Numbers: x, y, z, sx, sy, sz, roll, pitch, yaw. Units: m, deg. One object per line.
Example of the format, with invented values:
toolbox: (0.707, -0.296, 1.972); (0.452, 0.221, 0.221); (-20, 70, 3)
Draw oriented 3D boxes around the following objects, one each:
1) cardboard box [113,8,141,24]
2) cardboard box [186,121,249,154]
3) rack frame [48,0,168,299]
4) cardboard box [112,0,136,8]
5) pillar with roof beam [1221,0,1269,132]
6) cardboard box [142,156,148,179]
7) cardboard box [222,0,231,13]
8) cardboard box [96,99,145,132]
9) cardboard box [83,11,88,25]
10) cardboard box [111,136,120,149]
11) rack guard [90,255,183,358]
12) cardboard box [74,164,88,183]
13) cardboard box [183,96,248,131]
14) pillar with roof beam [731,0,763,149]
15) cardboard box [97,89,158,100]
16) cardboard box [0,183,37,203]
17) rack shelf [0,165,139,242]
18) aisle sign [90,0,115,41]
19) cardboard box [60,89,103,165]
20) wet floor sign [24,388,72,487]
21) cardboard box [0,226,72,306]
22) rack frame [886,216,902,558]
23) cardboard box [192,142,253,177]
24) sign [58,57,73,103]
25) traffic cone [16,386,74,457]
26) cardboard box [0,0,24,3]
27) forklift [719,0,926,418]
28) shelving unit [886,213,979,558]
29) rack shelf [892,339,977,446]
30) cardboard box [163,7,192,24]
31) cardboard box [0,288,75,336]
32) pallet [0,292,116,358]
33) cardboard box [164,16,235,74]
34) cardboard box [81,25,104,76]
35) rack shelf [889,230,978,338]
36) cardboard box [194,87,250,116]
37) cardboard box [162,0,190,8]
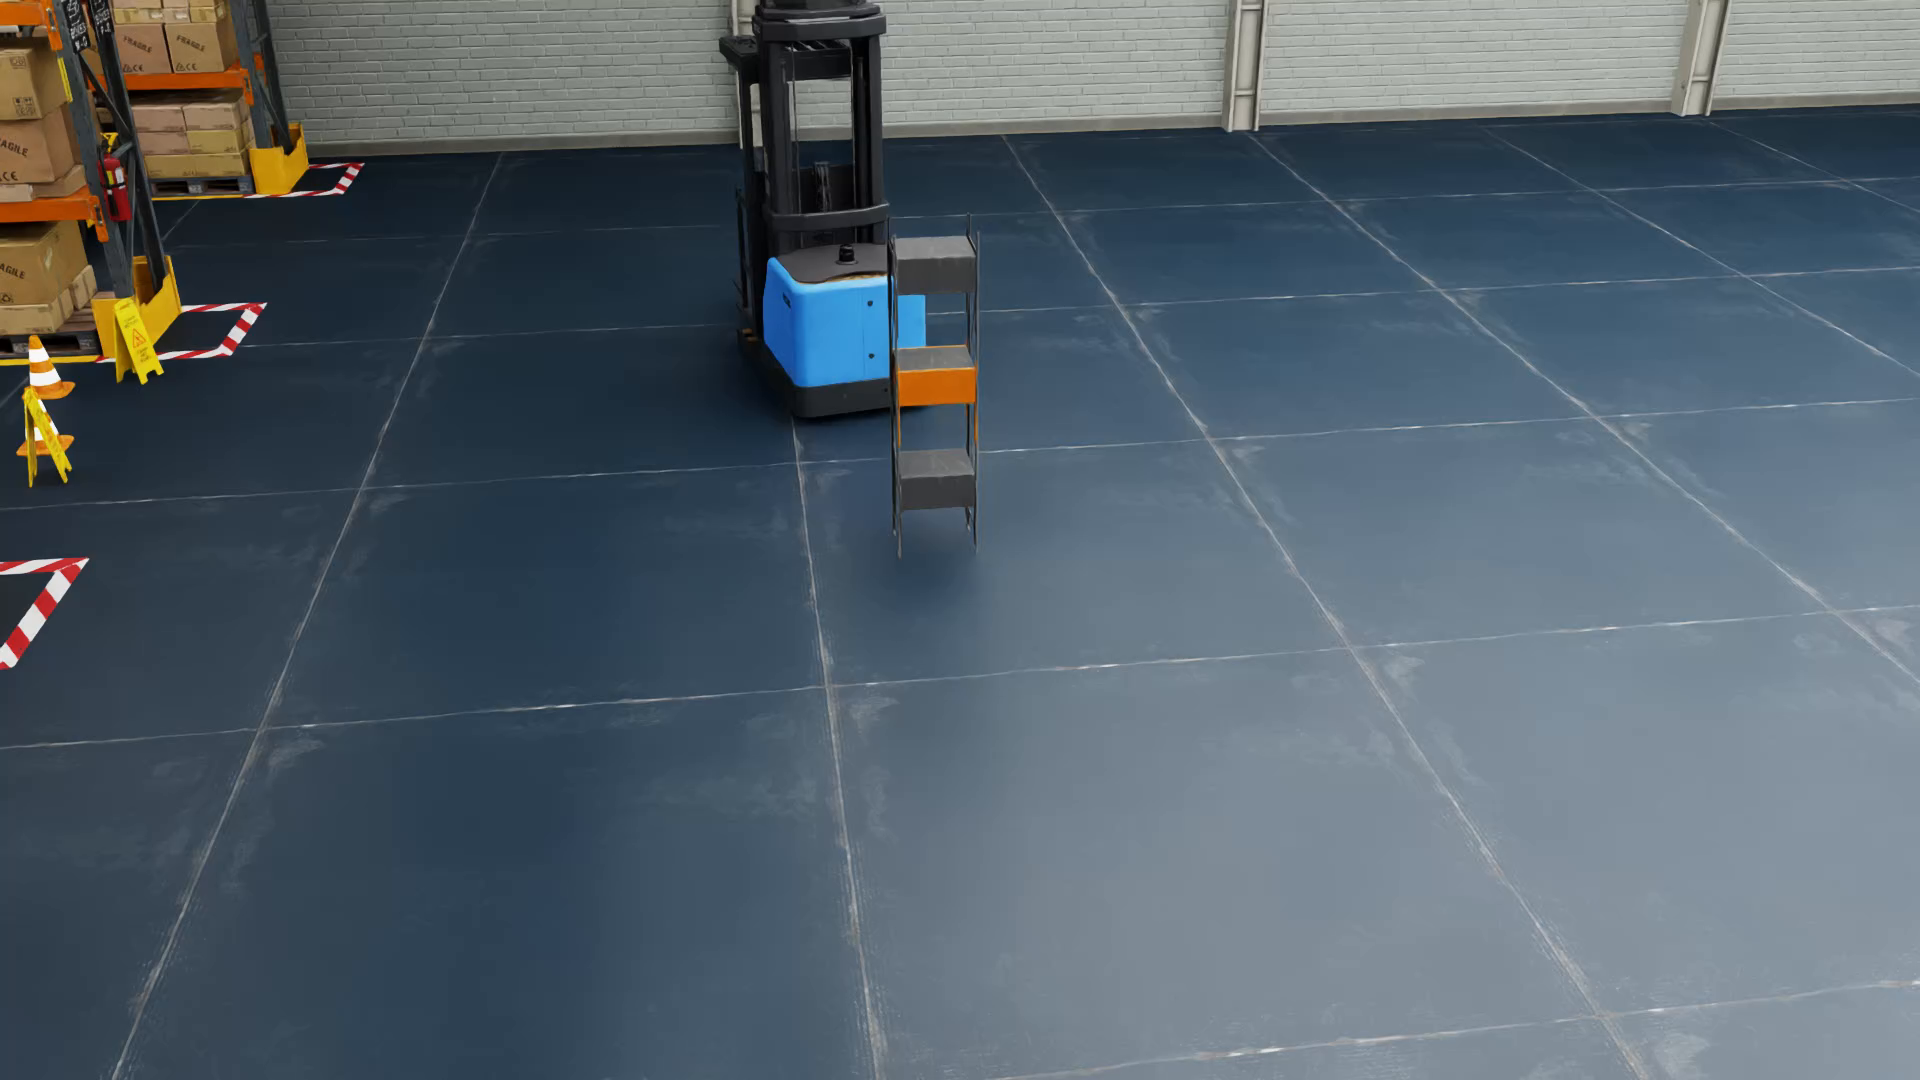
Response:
cardboard box: (-8.643, -5.502, 17.368); (0.250, 0.149, 0.380); (-4, 27, -7)
cardboard box: (-8.015, -4.361, 17.967); (0.500, 0.250, 0.500); (-4, 27, -8)
rack frame: (-6.882, -3.103, 13.512); (0.127, 3.000, 1.000); (-4, 27, -7)
cardboard box: (-8.654, -5.654, 17.337); (0.250, 0.149, 0.380); (-4, 27, -7)
pillar with roof beam: (4.091, -7.196, 14.918); (0.400, 9.000, 9.100); (-4, 27, -7)
cardboard box: (-8.989, -4.083, 17.973); (0.500, 0.250, 0.500); (-3, 27, -7)
cardboard box: (-7.949, -5.776, 17.901); (0.250, 0.149, 0.380); (-4, 27, -8)
cardboard box: (-8.993, -4.513, 17.717); (0.500, 0.250, 0.500); (-3, 27, -6)
cardboard box: (-9.148, -5.439, 17.244); (0.250, 0.149, 0.380); (-3, 27, -7)
cardboard box: (-9.022, -4.291, 17.832); (0.500, 0.250, 0.500); (-4, 27, -8)
rack guard: (-6.957, -1.986, 14.074); (0.348, 0.500, 1.175); (-4, 27, -7)
cardboard box: (-7.247, -3.064, 13.710); (0.250, 0.149, 0.380); (-4, 27, -7)
cardboard box: (-7.990, -4.585, 17.857); (0.500, 0.250, 0.500); (-3, 27, -5)
pillar with roof beam: (-1.851, -6.815, 14.174); (0.400, 9.000, 9.100); (-4, 27, -7)
cardboard box: (-9.070, -4.750, 18.178); (0.500, 0.250, 0.500); (-4, 27, -7)
cardboard box: (-7.458, -2.805, 13.206); (0.250, 0.149, 0.380); (-4, 27, -8)
rack shelf: (-8.862, -2.656, 13.429); (4.000, 0.370, 1.077); (-4, 27, -7)
aisle sign: (-6.864, -4.404, 13.200); (0.004, 0.787, 0.394); (-4, 27, -7)
cardboard box: (-7.389, -3.375, 13.607); (0.500, 0.500, 0.500); (-4, 27, -8)
wet floor sign: (-6.339, -0.721, 11.449); (0.232, 0.644, 0.267); (-8, 28, -16)
cardboard box: (-7.639, -2.232, 13.544); (0.500, 0.500, 0.500); (-4, 27, -7)
rack frame: (-0.406, -0.908, 10.220); (0.015, 2.100, 0.400); (-4, 27, -7)
cardboard box: (-7.998, -4.138, 18.080); (0.500, 0.250, 0.500); (-3, 27, -7)
sign: (-6.824, -3.507, 12.684); (0.005, 0.325, 0.100); (-4, 27, -7)
traffic cone: (-6.637, -0.884, 11.966); (0.334, 0.463, 0.336); (-4, 27, -7)
cardboard box: (-7.196, -4.177, 12.594); (0.250, 0.149, 0.380); (-4, 27, -7)
forklift: (-1.213, -2.866, 13.125); (1.130, 2.935, 3.031); (-9, 29, -17)
shelving unit: (-0.164, -0.924, 10.250); (0.503, 2.100, 0.431); (-4, 27, -7)
rack shelf: (-0.164, -0.912, 10.256); (0.480, 0.518, 0.431); (-4, 27, -7)
cardboard box: (-8.130, -5.502, 17.367); (0.250, 0.149, 0.380); (-3, 27, -6)
cardboard box: (-7.668, -1.892, 13.704); (0.500, 0.250, 0.500); (-4, 27, -7)
pallet: (-7.766, -1.822, 14.070); (1.213, 0.211, 1.003); (-4, 27, -7)
cardboard box: (-8.028, -5.241, 17.570); (0.500, 0.500, 0.500); (-4, 27, -8)
cardboard box: (-9.050, -5.180, 17.450); (0.500, 0.500, 0.500); (-4, 27, -8)
rack shelf: (-0.164, -1.534, 9.937); (0.480, 0.518, 0.431); (-4, 27, -7)
cardboard box: (-8.079, -4.810, 18.296); (0.500, 0.250, 0.500); (-4, 27, -8)
cardboard box: (-8.142, -5.665, 17.358); (0.250, 0.149, 0.380); (-4, 27, -7)
